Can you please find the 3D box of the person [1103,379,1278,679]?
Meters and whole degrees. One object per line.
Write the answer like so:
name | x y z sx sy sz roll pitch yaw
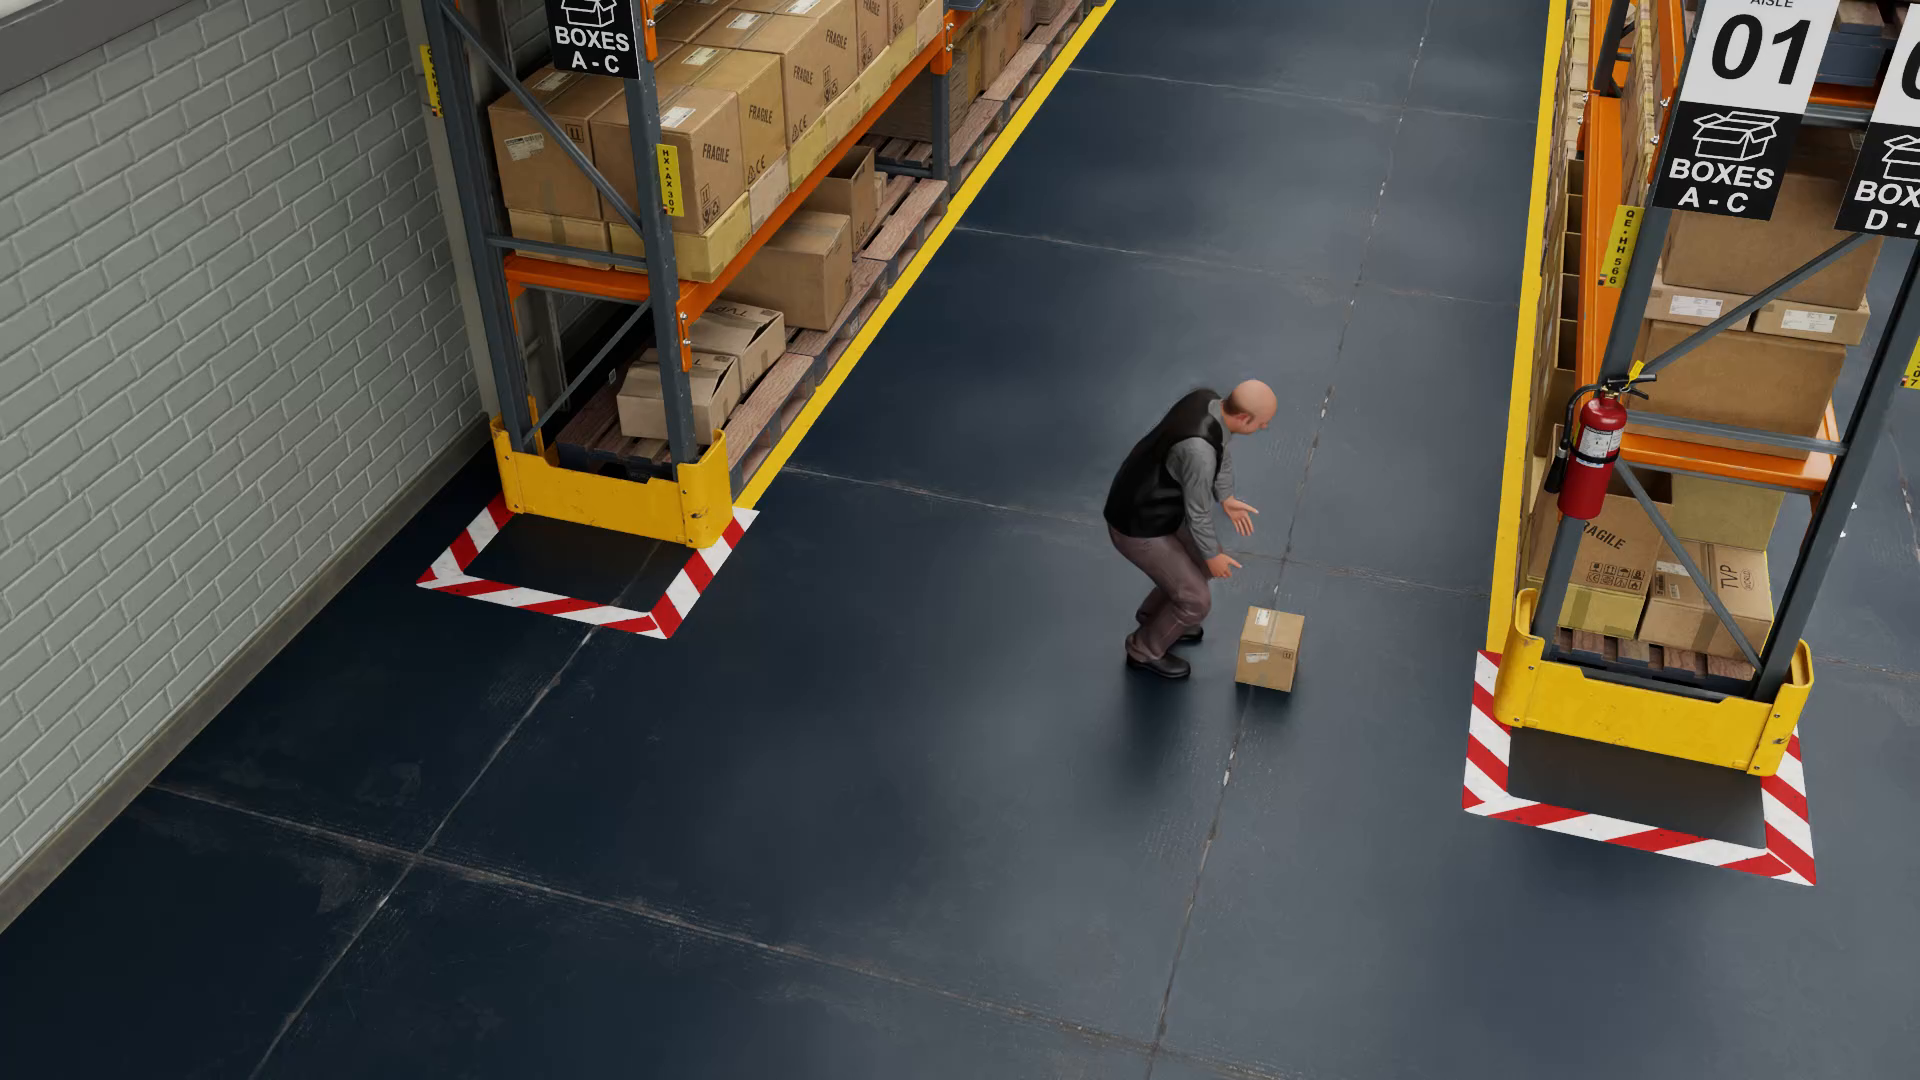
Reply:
person | 0.977 -0.093 7.266 0.670 1.455 0.590 11 38 14
